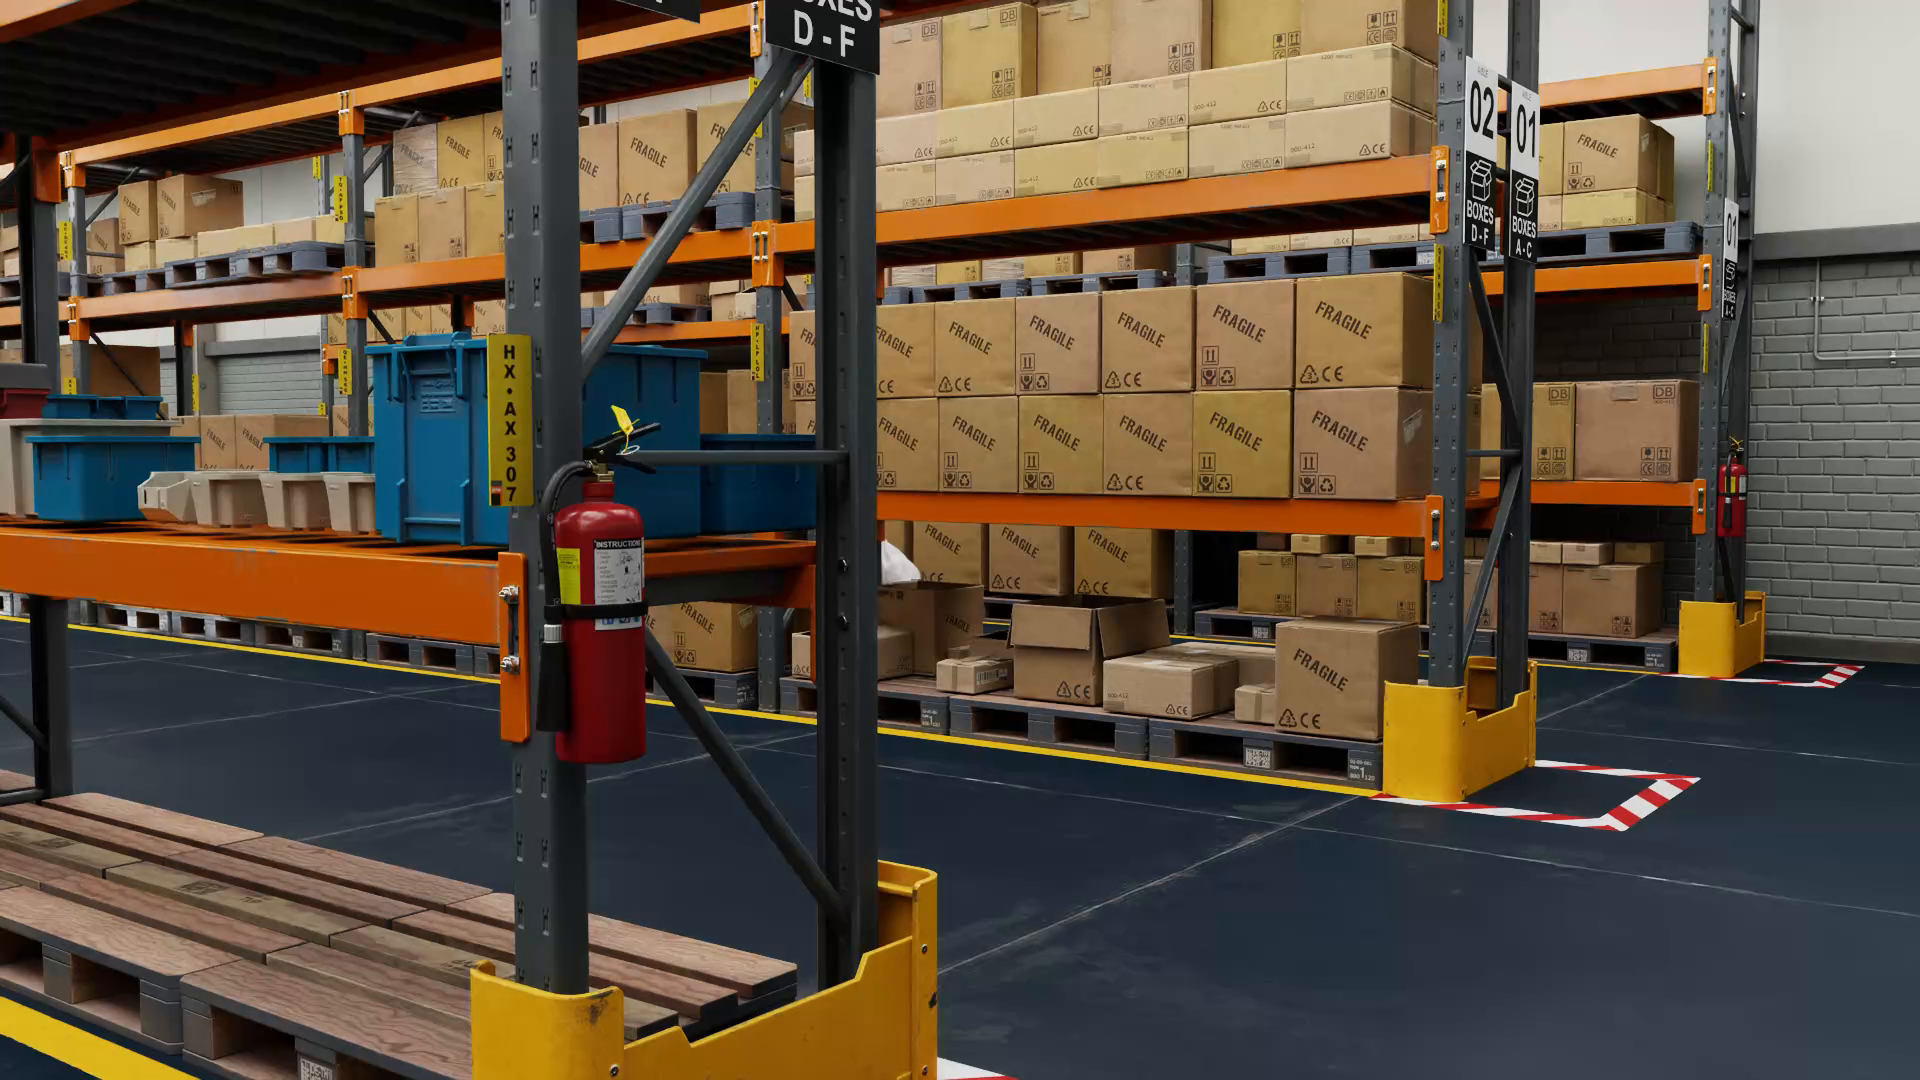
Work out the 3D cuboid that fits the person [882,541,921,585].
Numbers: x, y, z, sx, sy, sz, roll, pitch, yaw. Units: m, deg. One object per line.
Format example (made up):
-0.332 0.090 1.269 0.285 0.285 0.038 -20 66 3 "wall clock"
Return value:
-0.741 0.325 12.825 0.882 1.015 0.574 2 4 36 "person"
